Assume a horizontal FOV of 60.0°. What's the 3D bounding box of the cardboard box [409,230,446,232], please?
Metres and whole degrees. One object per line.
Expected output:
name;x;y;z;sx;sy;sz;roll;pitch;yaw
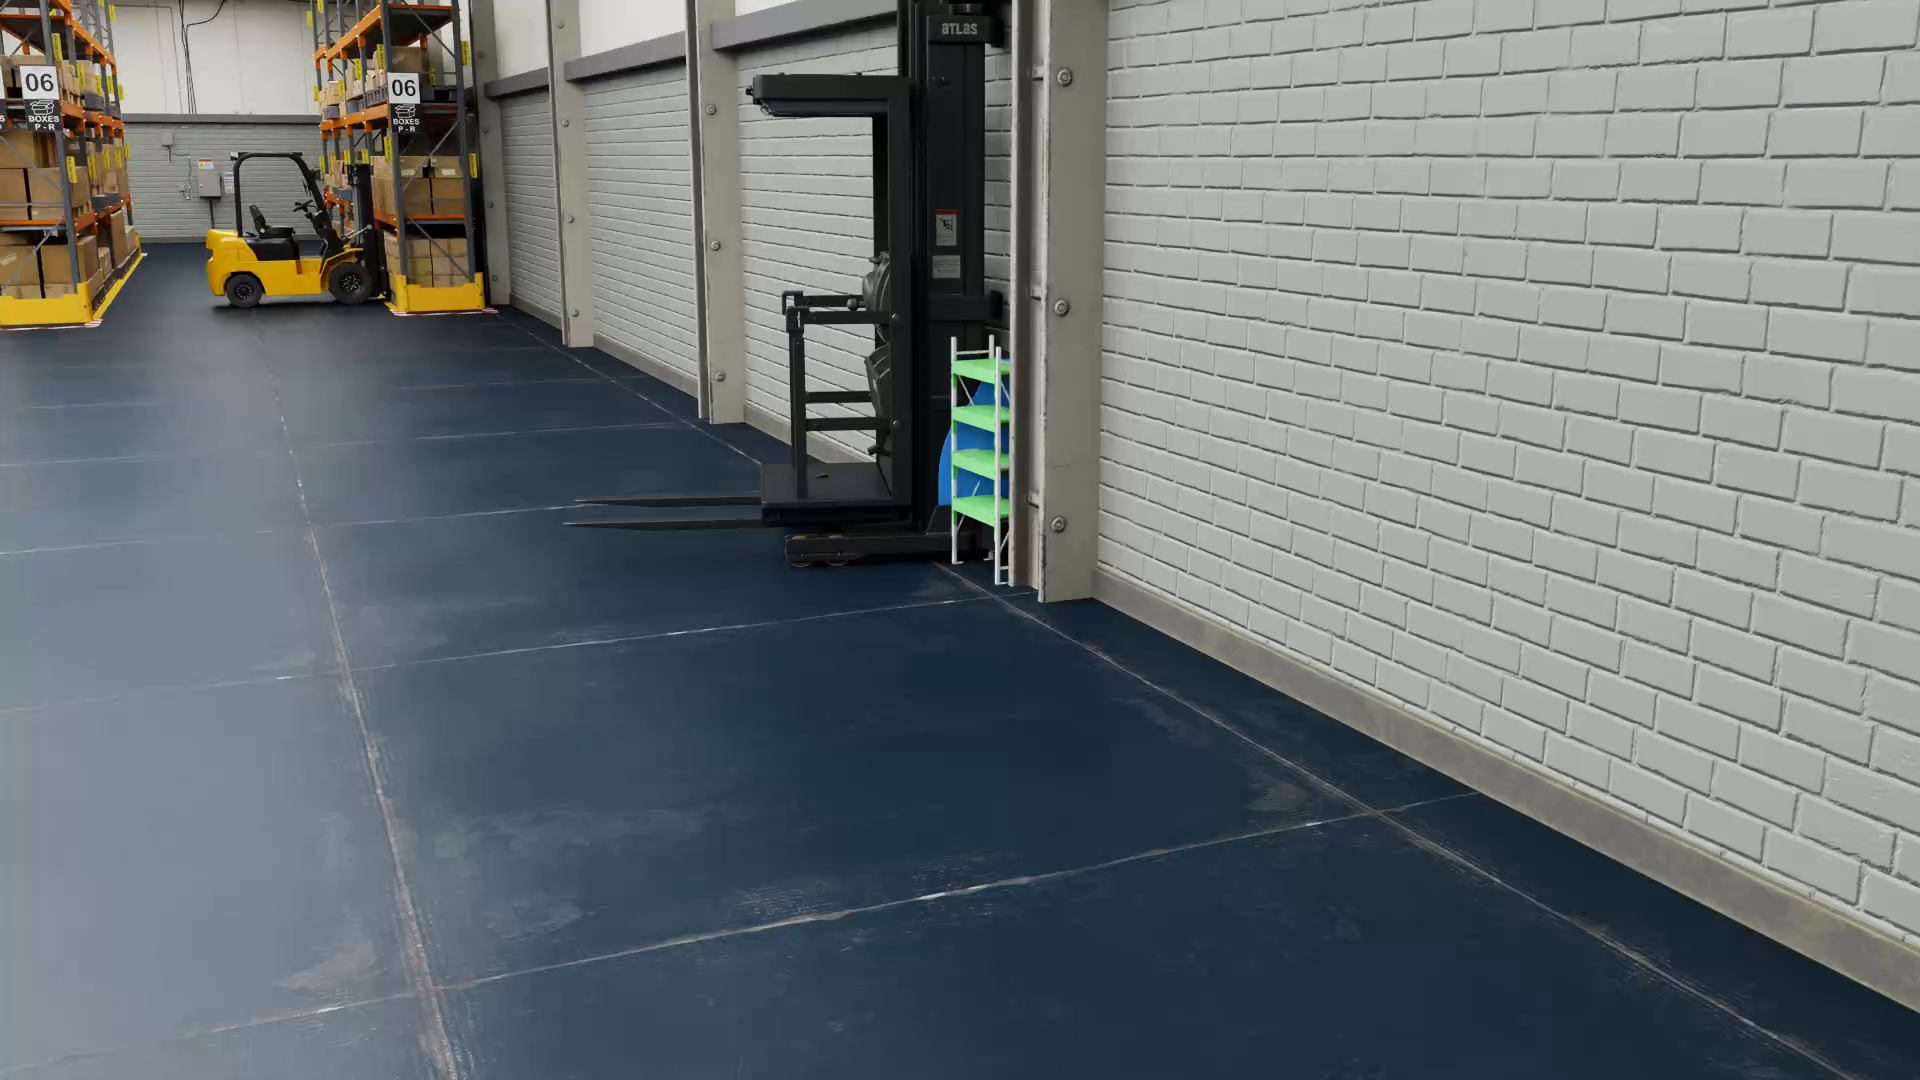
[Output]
cardboard box;-8.307;-4.696;25.957;0.500;0.250;0.500;-6;14;-24

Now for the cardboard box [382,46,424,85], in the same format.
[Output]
cardboard box;-7.696;-6.538;22.939;0.500;0.500;0.500;-5;14;-21

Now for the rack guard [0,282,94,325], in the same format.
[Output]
rack guard;-11.873;-3.054;21.456;1.175;0.500;0.348;-6;14;-23

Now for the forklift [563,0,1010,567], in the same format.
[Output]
forklift;-0.625;-1.410;8.963;3.031;2.935;1.130;-2;13;-7

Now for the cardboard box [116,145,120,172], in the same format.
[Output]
cardboard box;-16.815;-7.496;32.667;0.500;0.500;0.500;-6;14;-24

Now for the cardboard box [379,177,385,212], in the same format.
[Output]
cardboard box;-8.350;-5.149;24.741;0.500;0.500;0.500;-6;14;-23

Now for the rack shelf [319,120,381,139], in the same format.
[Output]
rack shelf;-12.904;-8.708;35.287;1.077;0.370;4.000;-6;14;-23

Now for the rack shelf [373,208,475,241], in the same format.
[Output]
rack shelf;-8.097;-4.768;24.913;1.077;0.370;4.000;-6;14;-23

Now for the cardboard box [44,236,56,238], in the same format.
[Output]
cardboard box;-13.456;-4.166;24.223;0.500;0.500;0.500;-5;14;-20

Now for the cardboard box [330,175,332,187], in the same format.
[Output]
cardboard box;-13.138;-7.652;35.453;0.500;0.250;0.500;-6;14;-24

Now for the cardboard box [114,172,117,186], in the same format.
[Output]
cardboard box;-16.043;-6.734;31.037;0.500;0.250;0.500;-5;14;-22

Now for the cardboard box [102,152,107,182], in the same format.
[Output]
cardboard box;-14.610;-6.238;27.858;0.500;0.500;0.500;-6;14;-25

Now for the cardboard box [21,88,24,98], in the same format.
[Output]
cardboard box;-11.865;-5.739;21.419;0.380;0.149;0.250;-6;14;-25

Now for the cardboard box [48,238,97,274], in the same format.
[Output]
cardboard box;-12.551;-4.005;23.524;0.500;0.500;0.500;-5;14;-20

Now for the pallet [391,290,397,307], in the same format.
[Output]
pallet;-7.641;-3.501;24.028;1.003;0.211;1.213;-6;14;-23

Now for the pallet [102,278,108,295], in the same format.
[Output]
pallet;-13.758;-3.885;25.686;1.003;0.211;1.213;-6;14;-23

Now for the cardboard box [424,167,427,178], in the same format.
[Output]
cardboard box;-7.447;-5.262;23.791;0.380;0.149;0.250;-6;14;-24

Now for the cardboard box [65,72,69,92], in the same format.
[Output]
cardboard box;-12.222;-6.127;22.209;0.500;0.250;0.500;-5;14;-21

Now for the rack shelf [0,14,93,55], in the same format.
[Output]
rack shelf;-14.246;-7.873;25.912;1.077;0.370;4.000;-6;14;-23

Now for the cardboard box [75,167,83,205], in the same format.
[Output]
cardboard box;-12.194;-4.784;22.508;0.500;0.500;0.500;-6;14;-24

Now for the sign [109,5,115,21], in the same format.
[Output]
sign;-17.749;-11.024;34.798;0.100;0.325;0.005;-6;14;-23

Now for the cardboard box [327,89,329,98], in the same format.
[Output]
cardboard box;-12.150;-8.715;32.466;0.380;0.149;0.250;-6;14;-24

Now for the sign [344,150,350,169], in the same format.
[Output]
sign;-10.994;-6.832;29.846;0.100;0.325;0.005;-6;14;-23

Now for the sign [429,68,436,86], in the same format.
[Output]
sign;-8.390;-7.334;26.430;0.100;0.325;0.005;-6;14;-23

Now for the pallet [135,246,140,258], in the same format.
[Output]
pallet;-17.860;-6.045;35.020;1.003;0.211;1.213;-6;14;-23

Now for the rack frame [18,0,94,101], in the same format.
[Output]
rack frame;-15.047;-8.832;27.571;1.000;3.000;0.127;-6;14;-23

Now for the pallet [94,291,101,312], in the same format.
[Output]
pallet;-12.651;-3.336;23.315;1.003;0.211;1.213;-6;14;-23

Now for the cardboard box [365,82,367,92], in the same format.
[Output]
cardboard box;-8.997;-7.004;25.730;0.380;0.149;0.250;-5;14;-22

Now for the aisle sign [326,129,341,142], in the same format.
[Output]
aisle sign;-14.001;-9.265;36.983;0.394;0.787;0.004;-6;14;-23

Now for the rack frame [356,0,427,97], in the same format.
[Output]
rack frame;-8.898;-8.454;25.941;1.000;3.000;0.127;-6;14;-23

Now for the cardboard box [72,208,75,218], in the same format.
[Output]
cardboard box;-11.935;-4.336;22.007;0.380;0.149;0.250;-6;14;-25

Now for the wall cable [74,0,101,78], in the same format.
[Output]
wall cable;-20.788;-11.634;39.680;0.463;3.000;0.029;-6;14;-23

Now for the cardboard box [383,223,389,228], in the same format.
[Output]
cardboard box;-10.679;-5.898;31.375;0.380;0.149;0.250;-5;14;-22

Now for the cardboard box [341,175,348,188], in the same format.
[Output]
cardboard box;-11.220;-6.678;30.973;0.500;0.250;0.500;-6;14;-26

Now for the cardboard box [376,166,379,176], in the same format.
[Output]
cardboard box;-8.642;-5.590;25.210;0.380;0.149;0.250;-6;14;-24

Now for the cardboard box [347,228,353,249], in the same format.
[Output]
cardboard box;-11.697;-5.838;32.555;0.500;0.500;0.500;-6;14;-25

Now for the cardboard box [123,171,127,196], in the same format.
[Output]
cardboard box;-17.195;-7.219;33.685;0.500;0.500;0.500;-5;14;-21

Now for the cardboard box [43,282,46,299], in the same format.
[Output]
cardboard box;-12.613;-3.371;22.451;0.500;0.250;0.500;-6;14;-23

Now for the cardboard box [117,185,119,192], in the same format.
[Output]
cardboard box;-16.239;-6.592;31.533;0.500;0.250;0.500;-6;14;-24

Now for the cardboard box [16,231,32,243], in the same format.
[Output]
cardboard box;-12.709;-4.066;22.352;0.380;0.149;0.250;-5;14;-22

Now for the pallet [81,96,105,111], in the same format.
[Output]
pallet;-14.013;-6.803;25.877;1.213;0.211;1.003;-6;14;-23

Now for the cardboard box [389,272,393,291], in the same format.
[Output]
cardboard box;-7.964;-3.742;24.053;0.500;0.250;0.500;-6;14;-23

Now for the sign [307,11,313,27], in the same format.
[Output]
sign;-14.202;-11.378;36.327;0.100;0.325;0.005;-6;14;-23

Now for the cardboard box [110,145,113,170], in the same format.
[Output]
cardboard box;-15.841;-6.989;30.474;0.500;0.500;0.500;-5;14;-21

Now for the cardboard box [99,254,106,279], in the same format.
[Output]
cardboard box;-13.948;-4.263;26.034;0.950;0.372;0.625;-5;14;-19

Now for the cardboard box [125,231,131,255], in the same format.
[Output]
cardboard box;-16.802;-5.831;32.662;0.875;0.438;0.875;-6;14;-24

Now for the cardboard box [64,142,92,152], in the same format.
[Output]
cardboard box;-13.309;-5.926;25.070;0.380;0.149;0.250;-6;14;-23

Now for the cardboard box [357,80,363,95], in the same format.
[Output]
cardboard box;-9.411;-7.330;26.782;0.500;0.311;0.500;-6;14;-25

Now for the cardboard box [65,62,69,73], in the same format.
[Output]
cardboard box;-12.409;-6.452;22.733;0.380;0.149;0.250;-5;14;-22

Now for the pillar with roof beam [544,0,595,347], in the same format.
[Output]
pillar with roof beam;-8.290;-6.225;16.308;9.100;9.000;0.400;-6;14;-23

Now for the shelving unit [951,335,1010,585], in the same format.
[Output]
shelving unit;0.177;-0.419;8.516;0.258;1.200;0.503;-7;15;-26

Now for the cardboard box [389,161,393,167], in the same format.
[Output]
cardboard box;-7.889;-5.370;23.598;0.380;0.149;0.250;-5;14;-22

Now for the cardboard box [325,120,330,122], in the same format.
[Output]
cardboard box;-13.161;-8.886;35.018;0.380;0.149;0.250;-5;14;-22
